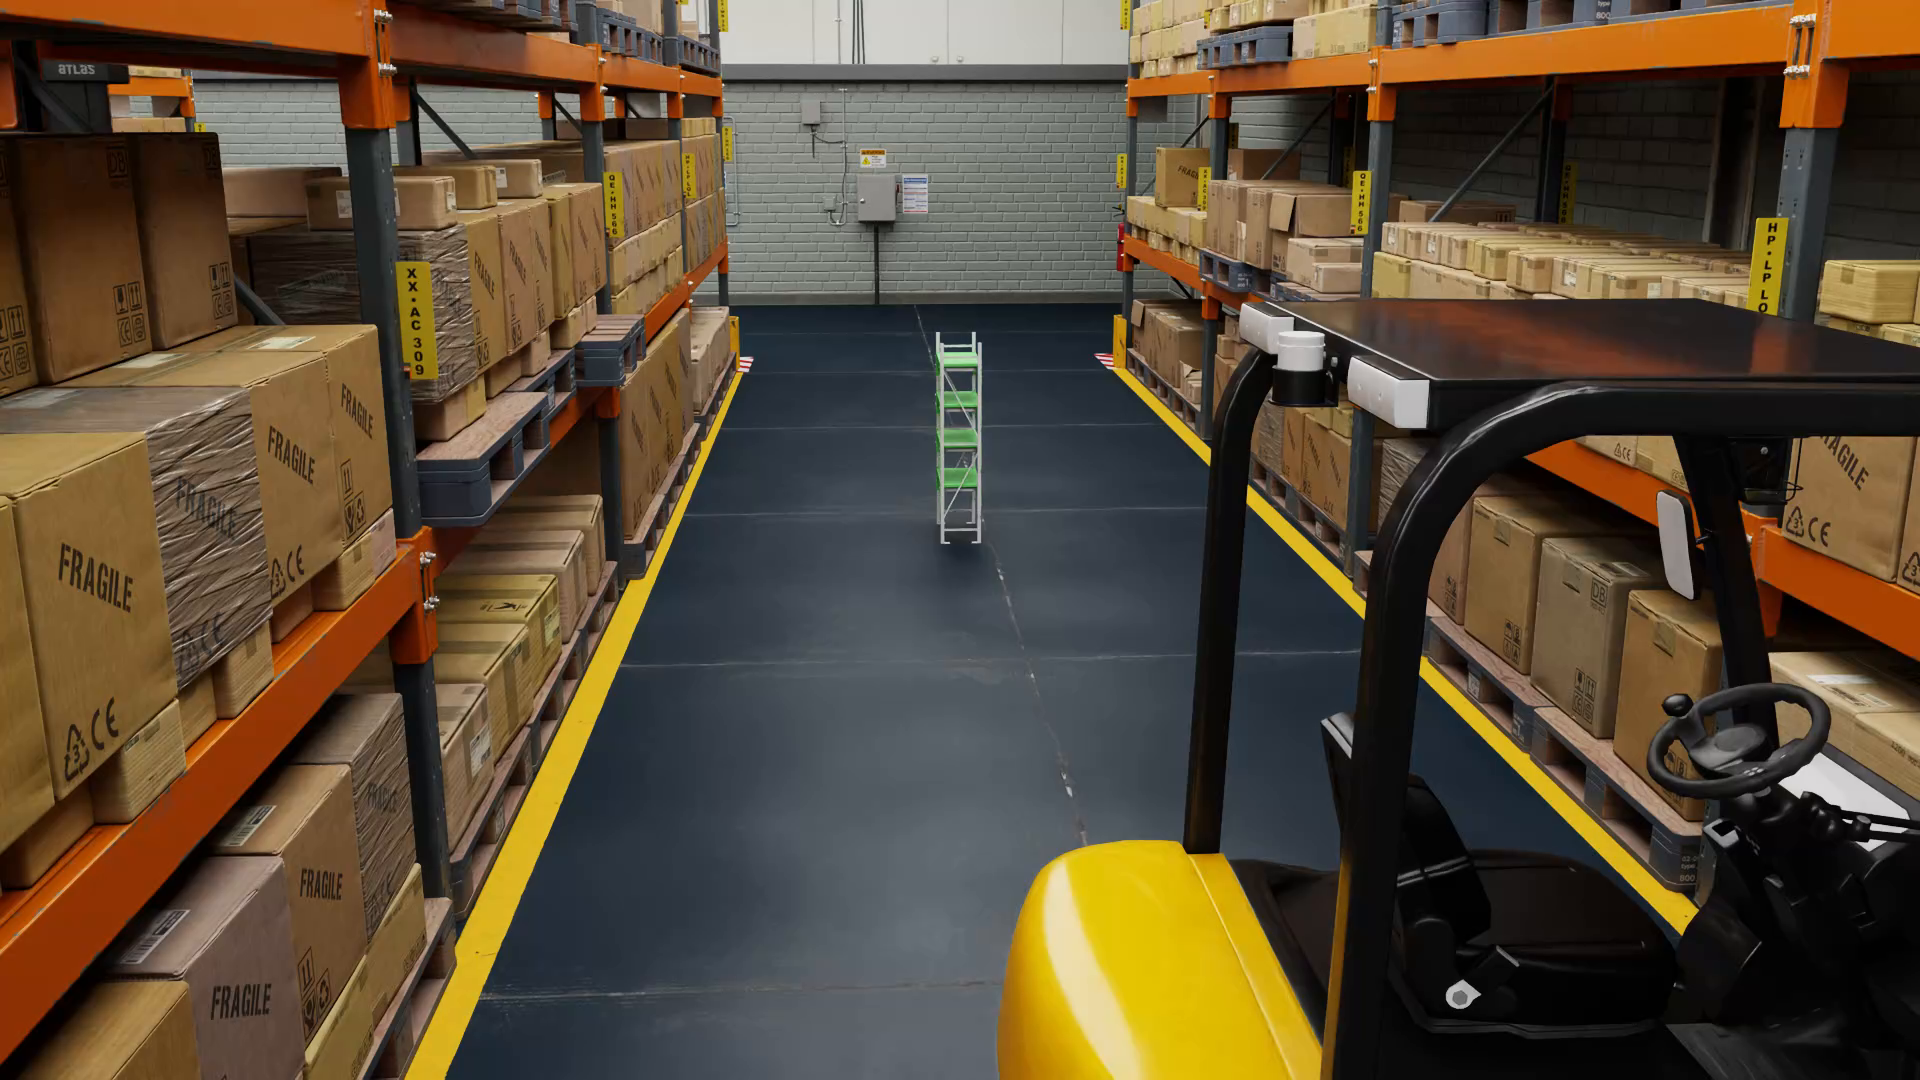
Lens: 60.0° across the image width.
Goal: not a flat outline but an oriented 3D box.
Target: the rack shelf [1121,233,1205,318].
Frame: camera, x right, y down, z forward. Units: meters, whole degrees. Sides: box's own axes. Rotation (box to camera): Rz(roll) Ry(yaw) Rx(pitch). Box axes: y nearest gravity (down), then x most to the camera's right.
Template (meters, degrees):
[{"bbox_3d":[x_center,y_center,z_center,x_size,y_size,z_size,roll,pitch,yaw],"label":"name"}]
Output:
[{"bbox_3d":[2.272,-2.399,14.774,1.077,0.370,4.000,-1,14,-3],"label":"rack shelf"}]

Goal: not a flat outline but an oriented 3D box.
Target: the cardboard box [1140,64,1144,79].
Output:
[{"bbox_3d":[1.936,-4.493,15.953,0.380,0.149,0.250,-1,14,-2],"label":"cardboard box"}]

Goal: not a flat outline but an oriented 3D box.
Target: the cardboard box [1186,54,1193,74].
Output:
[{"bbox_3d":[2.048,-3.855,13.473,0.380,0.149,0.250,-1,14,-4],"label":"cardboard box"}]

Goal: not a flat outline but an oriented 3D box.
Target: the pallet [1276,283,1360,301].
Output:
[{"bbox_3d":[2.532,-1.330,9.560,1.213,0.211,1.003,-1,14,-3],"label":"pallet"}]

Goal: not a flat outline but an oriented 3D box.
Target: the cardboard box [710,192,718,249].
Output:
[{"bbox_3d":[-2.454,-2.847,14.871,0.500,0.500,0.500,0,14,-2],"label":"cardboard box"}]

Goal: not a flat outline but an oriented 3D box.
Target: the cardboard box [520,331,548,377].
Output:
[{"bbox_3d":[-1.834,-0.731,6.511,0.380,0.149,0.250,0,14,-1],"label":"cardboard box"}]

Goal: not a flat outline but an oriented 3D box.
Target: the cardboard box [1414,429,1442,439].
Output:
[{"bbox_3d":[2.897,-0.357,9.568,0.500,0.500,0.500,0,14,-1],"label":"cardboard box"}]

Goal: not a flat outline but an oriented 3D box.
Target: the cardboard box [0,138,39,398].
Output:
[{"bbox_3d":[-2.238,-0.494,3.123,0.700,0.500,0.500,-1,14,-5],"label":"cardboard box"}]

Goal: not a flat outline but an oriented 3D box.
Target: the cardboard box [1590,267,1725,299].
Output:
[{"bbox_3d":[2.503,-0.893,5.976,0.380,0.149,0.250,-1,14,-5],"label":"cardboard box"}]

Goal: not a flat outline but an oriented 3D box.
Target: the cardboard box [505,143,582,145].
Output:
[{"bbox_3d":[-2.730,-2.340,10.895,0.500,0.500,0.500,-1,14,-5],"label":"cardboard box"}]

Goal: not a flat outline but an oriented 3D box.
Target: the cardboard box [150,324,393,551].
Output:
[{"bbox_3d":[-1.787,-0.269,4.253,0.500,0.500,0.500,-1,14,-5],"label":"cardboard box"}]

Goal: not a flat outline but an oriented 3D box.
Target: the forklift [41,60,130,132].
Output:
[{"bbox_3d":[-5.592,-1.416,9.647,3.031,2.935,1.130,-7,16,-26],"label":"forklift"}]

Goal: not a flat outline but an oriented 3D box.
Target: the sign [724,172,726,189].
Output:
[{"bbox_3d":[-3.231,-4.715,21.788,0.327,0.218,0.001,-1,14,-3],"label":"sign"}]

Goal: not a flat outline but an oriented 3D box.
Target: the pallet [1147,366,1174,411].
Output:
[{"bbox_3d":[2.276,-1.374,14.945,1.003,0.211,1.213,-1,14,-3],"label":"pallet"}]

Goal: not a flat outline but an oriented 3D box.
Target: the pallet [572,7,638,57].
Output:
[{"bbox_3d":[-2.403,-2.698,8.852,1.213,0.211,1.003,0,14,-1],"label":"pallet"}]

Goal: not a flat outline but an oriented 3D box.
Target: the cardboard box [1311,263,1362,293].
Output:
[{"bbox_3d":[2.220,-1.494,9.476,0.380,0.149,0.250,-1,14,-2],"label":"cardboard box"}]

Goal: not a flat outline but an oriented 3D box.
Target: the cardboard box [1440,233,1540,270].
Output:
[{"bbox_3d":[2.458,-1.339,7.709,0.380,0.149,0.250,-1,14,-3],"label":"cardboard box"}]

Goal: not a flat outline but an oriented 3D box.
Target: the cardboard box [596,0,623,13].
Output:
[{"bbox_3d":[-2.291,-3.247,10.234,0.380,0.166,0.250,0,14,1],"label":"cardboard box"}]

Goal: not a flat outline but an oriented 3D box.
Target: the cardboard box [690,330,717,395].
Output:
[{"bbox_3d":[-2.546,-1.515,14.195,0.875,0.438,0.875,-1,14,-5],"label":"cardboard box"}]

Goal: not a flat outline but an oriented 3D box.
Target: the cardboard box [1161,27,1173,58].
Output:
[{"bbox_3d":[2.029,-4.272,14.296,0.500,0.250,0.500,-1,14,-4],"label":"cardboard box"}]

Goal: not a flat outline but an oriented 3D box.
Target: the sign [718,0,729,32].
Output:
[{"bbox_3d":[-2.263,-5.015,15.861,0.100,0.325,0.005,-1,14,-3],"label":"sign"}]

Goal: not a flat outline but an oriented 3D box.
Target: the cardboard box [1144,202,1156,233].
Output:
[{"bbox_3d":[1.973,-2.948,15.167,0.500,0.250,0.500,-1,14,-4],"label":"cardboard box"}]

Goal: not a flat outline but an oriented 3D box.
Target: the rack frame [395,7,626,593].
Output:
[{"bbox_3d":[-2.310,-1.178,8.583,1.000,3.000,0.127,-1,14,-3],"label":"rack frame"}]

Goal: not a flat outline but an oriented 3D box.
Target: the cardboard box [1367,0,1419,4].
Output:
[{"bbox_3d":[2.381,-2.913,8.808,0.380,0.149,0.250,-1,14,-2],"label":"cardboard box"}]

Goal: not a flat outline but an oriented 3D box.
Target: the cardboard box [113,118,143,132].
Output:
[{"bbox_3d":[-7.391,-3.377,14.328,0.500,0.500,0.500,0,14,-1],"label":"cardboard box"}]

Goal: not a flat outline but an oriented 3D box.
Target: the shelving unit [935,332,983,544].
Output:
[{"bbox_3d":[-0.010,-0.622,10.037,0.258,1.200,0.503,-1,14,-3],"label":"shelving unit"}]

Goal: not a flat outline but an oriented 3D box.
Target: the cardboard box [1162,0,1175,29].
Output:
[{"bbox_3d":[2.024,-4.519,14.250,0.500,0.250,0.500,0,14,-2],"label":"cardboard box"}]

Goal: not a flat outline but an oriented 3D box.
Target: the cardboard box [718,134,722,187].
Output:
[{"bbox_3d":[-2.538,-3.584,15.727,0.500,0.500,0.500,0,14,-2],"label":"cardboard box"}]

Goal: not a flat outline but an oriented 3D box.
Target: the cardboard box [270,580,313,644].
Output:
[{"bbox_3d":[-1.778,0.142,3.958,0.380,0.149,0.250,-1,14,-3],"label":"cardboard box"}]

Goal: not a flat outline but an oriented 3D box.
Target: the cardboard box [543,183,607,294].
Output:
[{"bbox_3d":[-2.005,-1.465,8.059,0.500,0.500,0.500,-1,14,-5],"label":"cardboard box"}]

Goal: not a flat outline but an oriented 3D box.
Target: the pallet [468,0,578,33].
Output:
[{"bbox_3d":[-2.062,-1.958,5.972,1.213,0.211,1.003,-1,14,-3],"label":"pallet"}]

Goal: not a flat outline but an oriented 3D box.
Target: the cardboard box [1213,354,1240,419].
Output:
[{"bbox_3d":[2.201,-1.119,12.529,0.500,0.500,0.500,0,14,-1],"label":"cardboard box"}]

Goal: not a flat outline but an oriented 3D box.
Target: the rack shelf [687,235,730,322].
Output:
[{"bbox_3d":[-2.682,-2.321,14.473,1.077,0.370,4.000,-1,14,-3],"label":"rack shelf"}]

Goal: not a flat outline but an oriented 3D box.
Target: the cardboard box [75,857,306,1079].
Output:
[{"bbox_3d":[-1.692,0.979,3.373,0.500,0.500,0.500,0,14,0],"label":"cardboard box"}]

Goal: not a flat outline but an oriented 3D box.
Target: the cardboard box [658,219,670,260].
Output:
[{"bbox_3d":[-2.212,-1.983,11.012,0.500,0.250,0.500,-1,14,-2],"label":"cardboard box"}]

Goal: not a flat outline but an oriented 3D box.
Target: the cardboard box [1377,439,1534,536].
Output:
[{"bbox_3d":[2.669,-0.153,8.525,0.875,0.625,0.625,0,14,-2],"label":"cardboard box"}]

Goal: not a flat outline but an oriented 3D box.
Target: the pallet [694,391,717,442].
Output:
[{"bbox_3d":[-2.527,-1.012,13.537,1.003,0.211,1.213,-1,14,-3],"label":"pallet"}]

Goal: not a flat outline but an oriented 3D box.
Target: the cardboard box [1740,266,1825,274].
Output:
[{"bbox_3d":[3.068,-0.907,6.027,0.380,0.149,0.250,-1,14,-4],"label":"cardboard box"}]

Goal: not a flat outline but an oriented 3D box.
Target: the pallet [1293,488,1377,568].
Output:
[{"bbox_3d":[2.635,-0.091,9.956,1.003,0.211,1.213,-1,14,-3],"label":"pallet"}]

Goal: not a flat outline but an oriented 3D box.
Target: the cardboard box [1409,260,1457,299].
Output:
[{"bbox_3d":[2.457,-1.186,7.914,0.500,0.250,0.500,0,14,-2],"label":"cardboard box"}]

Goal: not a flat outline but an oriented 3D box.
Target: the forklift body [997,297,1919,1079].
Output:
[{"bbox_3d":[1.201,0.702,2.981,2.313,2.155,1.214,-1,14,-3],"label":"forklift body"}]

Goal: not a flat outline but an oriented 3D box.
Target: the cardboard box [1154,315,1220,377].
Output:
[{"bbox_3d":[2.038,-1.738,14.934,0.500,0.500,0.500,-1,14,-2],"label":"cardboard box"}]

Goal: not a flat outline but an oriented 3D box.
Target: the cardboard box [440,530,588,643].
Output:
[{"bbox_3d":[-2.231,0.216,7.599,0.950,0.372,0.625,-1,14,-5],"label":"cardboard box"}]

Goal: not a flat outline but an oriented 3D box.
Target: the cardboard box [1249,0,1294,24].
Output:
[{"bbox_3d":[2.090,-3.435,10.798,0.380,0.149,0.250,-1,14,-2],"label":"cardboard box"}]

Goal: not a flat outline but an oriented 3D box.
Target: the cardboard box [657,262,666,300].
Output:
[{"bbox_3d":[-2.236,-1.740,11.069,0.500,0.250,0.500,-1,14,-5],"label":"cardboard box"}]

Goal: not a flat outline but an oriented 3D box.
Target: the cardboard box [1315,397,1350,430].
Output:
[{"bbox_3d":[2.312,-0.748,9.787,0.380,0.149,0.250,-2,15,-6],"label":"cardboard box"}]

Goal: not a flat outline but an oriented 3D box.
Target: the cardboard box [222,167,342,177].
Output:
[{"bbox_3d":[-2.413,-1.243,5.896,0.380,0.149,0.250,-2,15,-6],"label":"cardboard box"}]

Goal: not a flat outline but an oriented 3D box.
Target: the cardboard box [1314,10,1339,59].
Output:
[{"bbox_3d":[2.338,-2.884,9.497,0.500,0.250,0.500,-1,14,-3],"label":"cardboard box"}]

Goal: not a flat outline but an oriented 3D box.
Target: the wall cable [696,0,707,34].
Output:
[{"bbox_3d":[-3.440,-7.483,21.050,0.463,3.000,0.029,-1,14,-3],"label":"wall cable"}]

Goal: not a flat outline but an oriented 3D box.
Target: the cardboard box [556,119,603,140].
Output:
[{"bbox_3d":[-2.895,-3.091,12.510,0.380,0.149,0.250,-1,14,-5],"label":"cardboard box"}]

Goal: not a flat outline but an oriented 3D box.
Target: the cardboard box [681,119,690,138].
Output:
[{"bbox_3d":[-2.363,-3.291,13.288,0.380,0.149,0.250,-1,14,-4],"label":"cardboard box"}]

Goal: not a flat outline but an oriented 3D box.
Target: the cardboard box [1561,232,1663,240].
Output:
[{"bbox_3d":[3.034,-1.351,7.756,0.380,0.149,0.250,-1,14,-5],"label":"cardboard box"}]

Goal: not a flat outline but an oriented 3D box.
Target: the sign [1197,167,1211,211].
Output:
[{"bbox_3d":[1.855,-2.659,12.603,0.100,0.325,0.005,-1,14,-3],"label":"sign"}]

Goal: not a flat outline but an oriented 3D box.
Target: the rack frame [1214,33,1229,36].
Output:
[{"bbox_3d":[2.396,-5.155,12.004,1.000,3.000,0.127,-1,14,-3],"label":"rack frame"}]

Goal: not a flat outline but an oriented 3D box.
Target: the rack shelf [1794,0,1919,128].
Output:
[{"bbox_3d":[3.015,-0.867,2.801,1.077,0.370,4.000,-1,14,-3],"label":"rack shelf"}]

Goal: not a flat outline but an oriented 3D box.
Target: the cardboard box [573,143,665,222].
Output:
[{"bbox_3d":[-2.229,-2.343,10.905,0.500,0.500,0.500,0,14,-2],"label":"cardboard box"}]

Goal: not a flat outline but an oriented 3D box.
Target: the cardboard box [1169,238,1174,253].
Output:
[{"bbox_3d":[2.046,-2.588,14.568,0.380,0.149,0.250,-1,14,-4],"label":"cardboard box"}]
